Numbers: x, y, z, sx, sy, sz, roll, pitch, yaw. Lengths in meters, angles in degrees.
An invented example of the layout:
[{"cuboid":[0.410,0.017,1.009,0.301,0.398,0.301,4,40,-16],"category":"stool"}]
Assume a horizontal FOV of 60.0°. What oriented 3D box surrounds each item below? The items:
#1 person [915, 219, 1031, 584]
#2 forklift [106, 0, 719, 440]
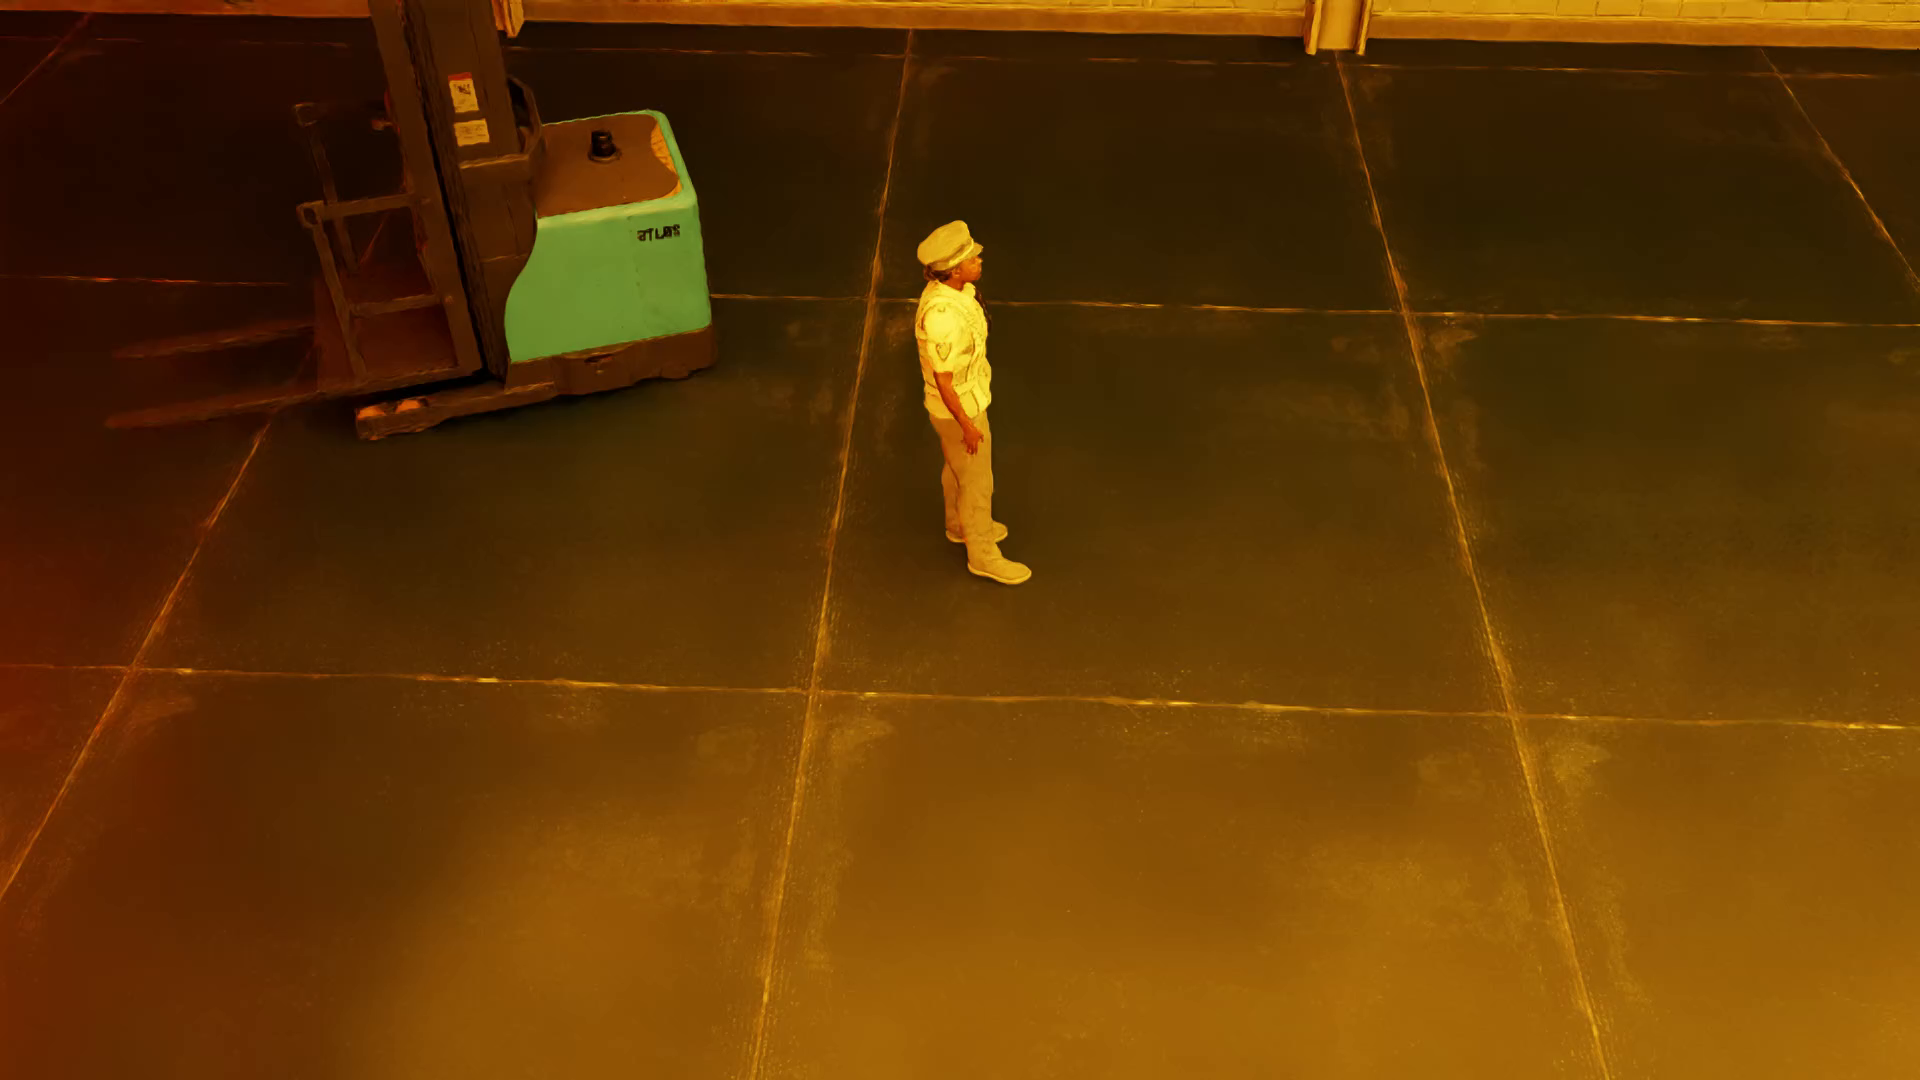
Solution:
[{"cuboid":[0.074,-0.616,7.323,0.529,1.695,0.570,2,42,2],"category":"person"},{"cuboid":[-2.863,-1.993,7.925,3.031,2.935,1.130,-12,44,-13],"category":"forklift"}]
